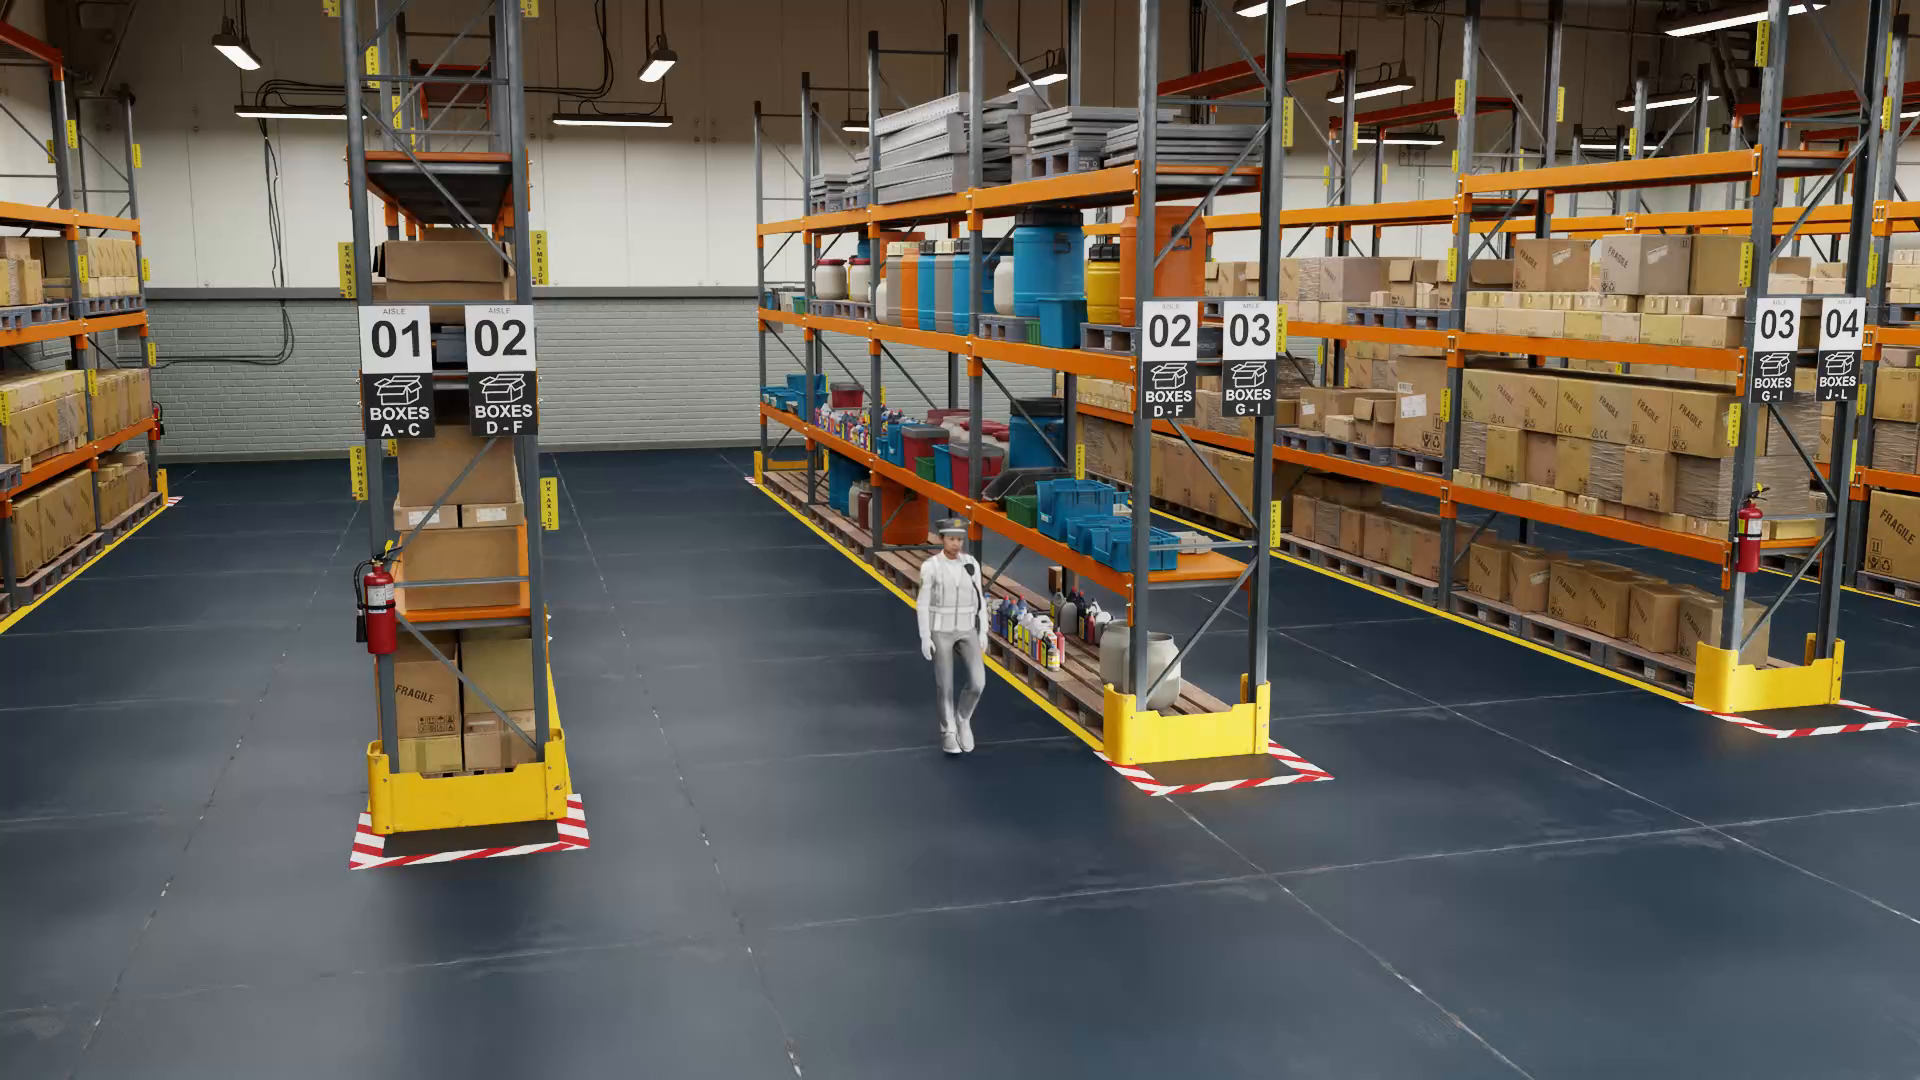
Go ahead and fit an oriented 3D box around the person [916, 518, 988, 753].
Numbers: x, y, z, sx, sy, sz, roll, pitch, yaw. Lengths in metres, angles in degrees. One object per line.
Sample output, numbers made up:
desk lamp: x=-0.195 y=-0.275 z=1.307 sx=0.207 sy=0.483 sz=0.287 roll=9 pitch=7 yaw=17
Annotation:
person: x=-0.036 y=0.679 z=11.721 sx=0.533 sy=1.684 sz=0.458 roll=-2 pitch=9 yaw=-12
